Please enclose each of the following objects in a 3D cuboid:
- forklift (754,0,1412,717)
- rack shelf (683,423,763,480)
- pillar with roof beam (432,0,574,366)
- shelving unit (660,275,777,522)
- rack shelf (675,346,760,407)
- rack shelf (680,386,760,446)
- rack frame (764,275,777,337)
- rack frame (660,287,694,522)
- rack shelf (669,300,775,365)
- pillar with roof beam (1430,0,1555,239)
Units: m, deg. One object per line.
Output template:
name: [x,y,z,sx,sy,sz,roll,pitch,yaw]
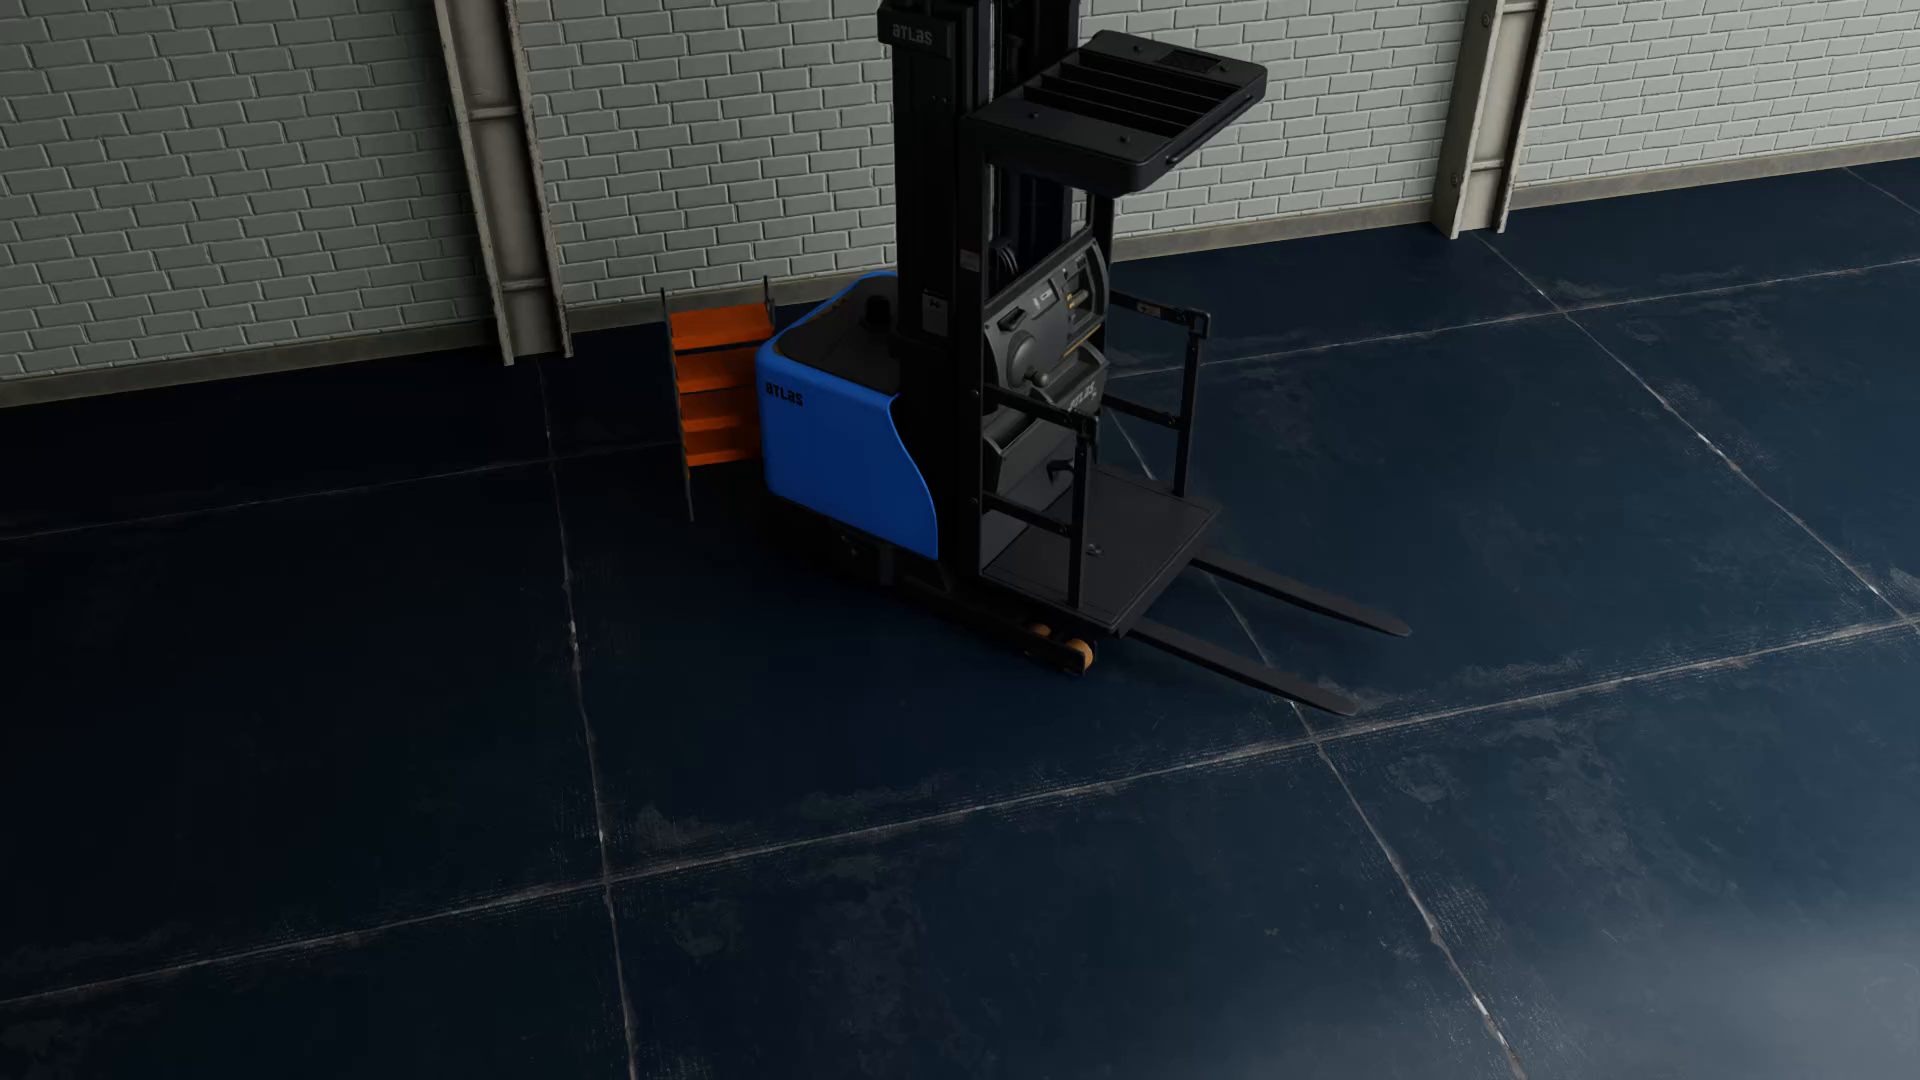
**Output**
forklift: [0.552,-0.930,7.033,3.031,2.935,1.130,22,43,26]
rack shelf: [-1.135,-0.463,8.285,0.480,0.148,0.258,-8,38,-11]
pillar with roof beam: [-1.343,-2.169,3.658,0.400,9.000,9.100,-9,38,-12]
shelving unit: [-1.135,-0.674,8.124,0.503,1.200,0.258,-8,38,-11]
rack shelf: [-1.135,-0.799,8.029,0.480,0.148,0.258,-8,38,-11]
rack shelf: [-1.135,-0.621,8.164,0.480,0.148,0.258,-8,38,-11]
rack frame: [-0.898,-0.710,8.170,0.015,1.200,0.240,-8,38,-11]
rack frame: [-1.372,-0.639,8.078,0.015,1.200,0.240,-8,38,-11]
rack shelf: [-1.135,-0.987,7.885,0.480,0.148,0.258,-8,38,-11]
pillar with roof beam: [4.449,-3.119,4.901,0.400,9.000,9.100,-9,38,-12]
